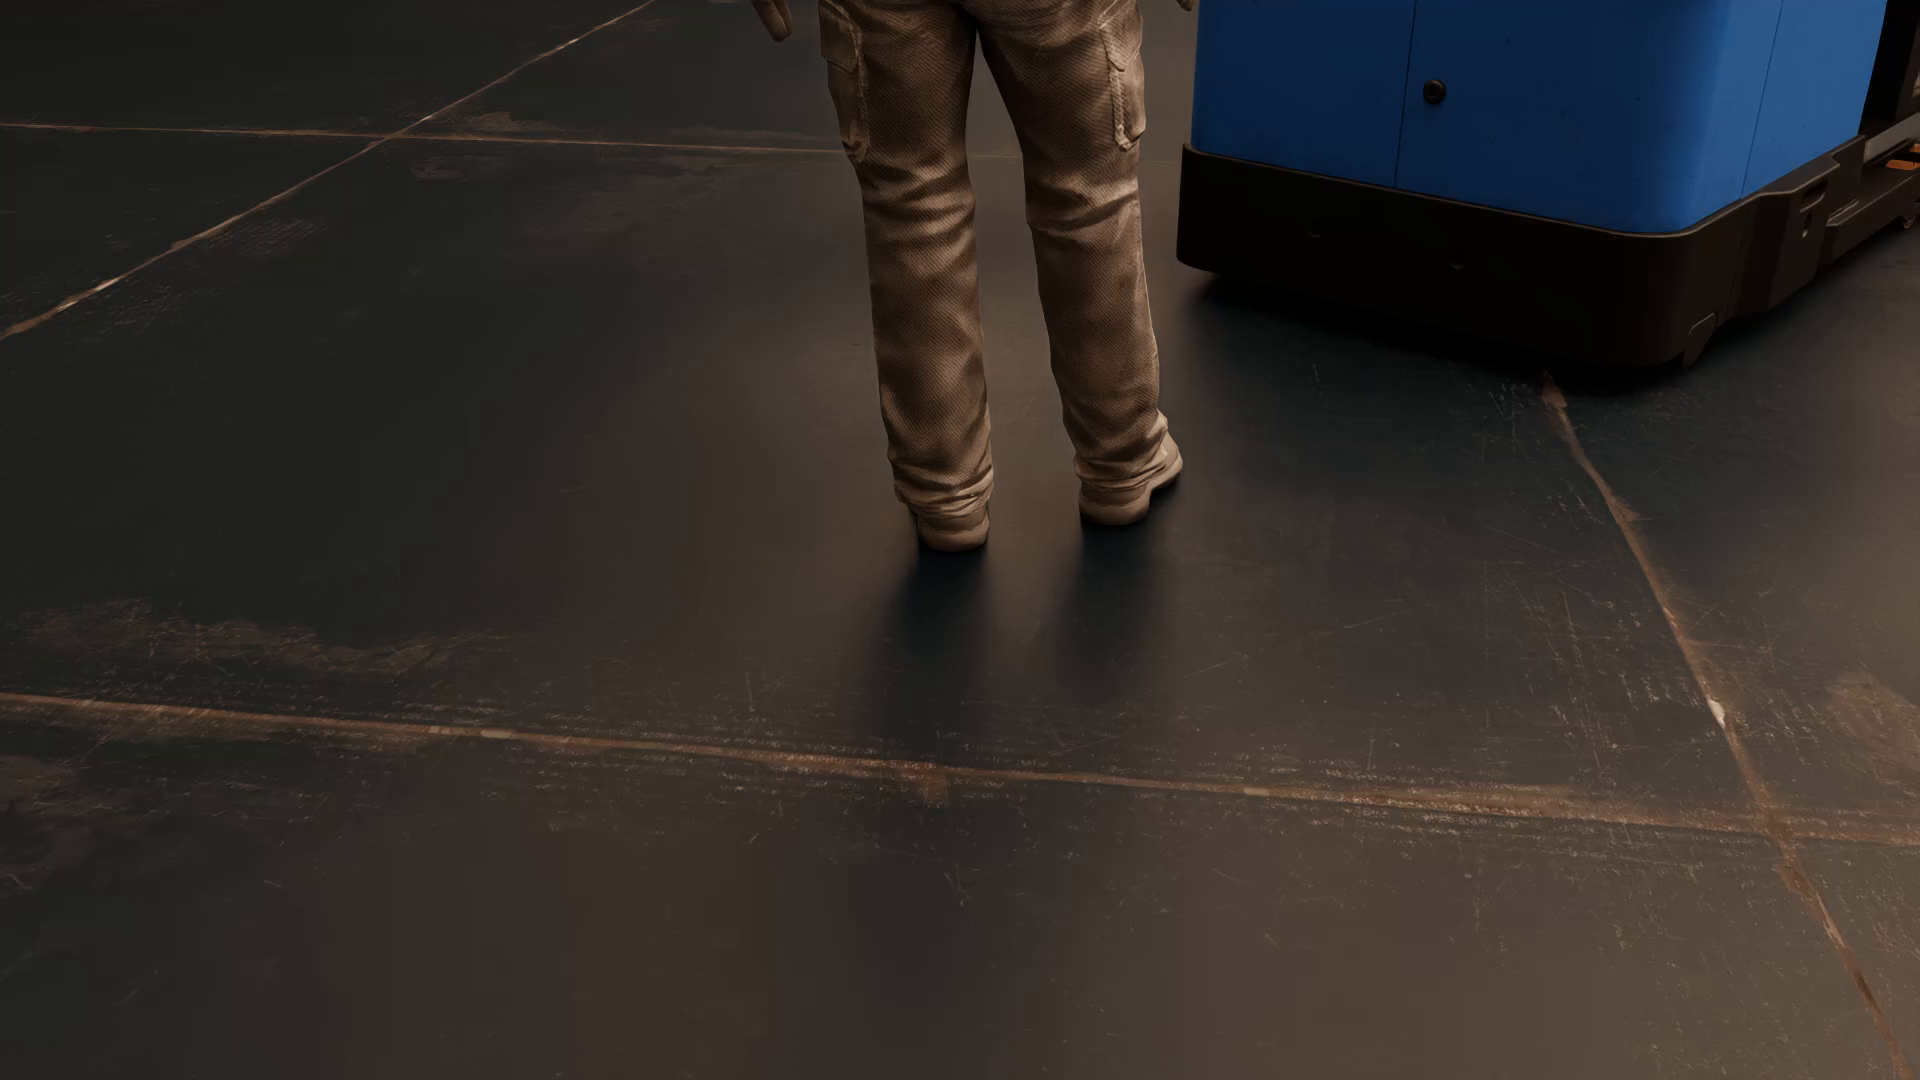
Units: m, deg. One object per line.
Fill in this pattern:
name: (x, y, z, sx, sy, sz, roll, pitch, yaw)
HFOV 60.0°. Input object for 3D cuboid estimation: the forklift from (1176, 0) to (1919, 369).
forklift: (1.820, -2.191, 3.608, 1.130, 2.935, 3.031, 22, 34, 37)

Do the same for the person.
person: (0.018, -0.836, 2.161, 0.656, 1.781, 0.577, 3, 27, 7)
